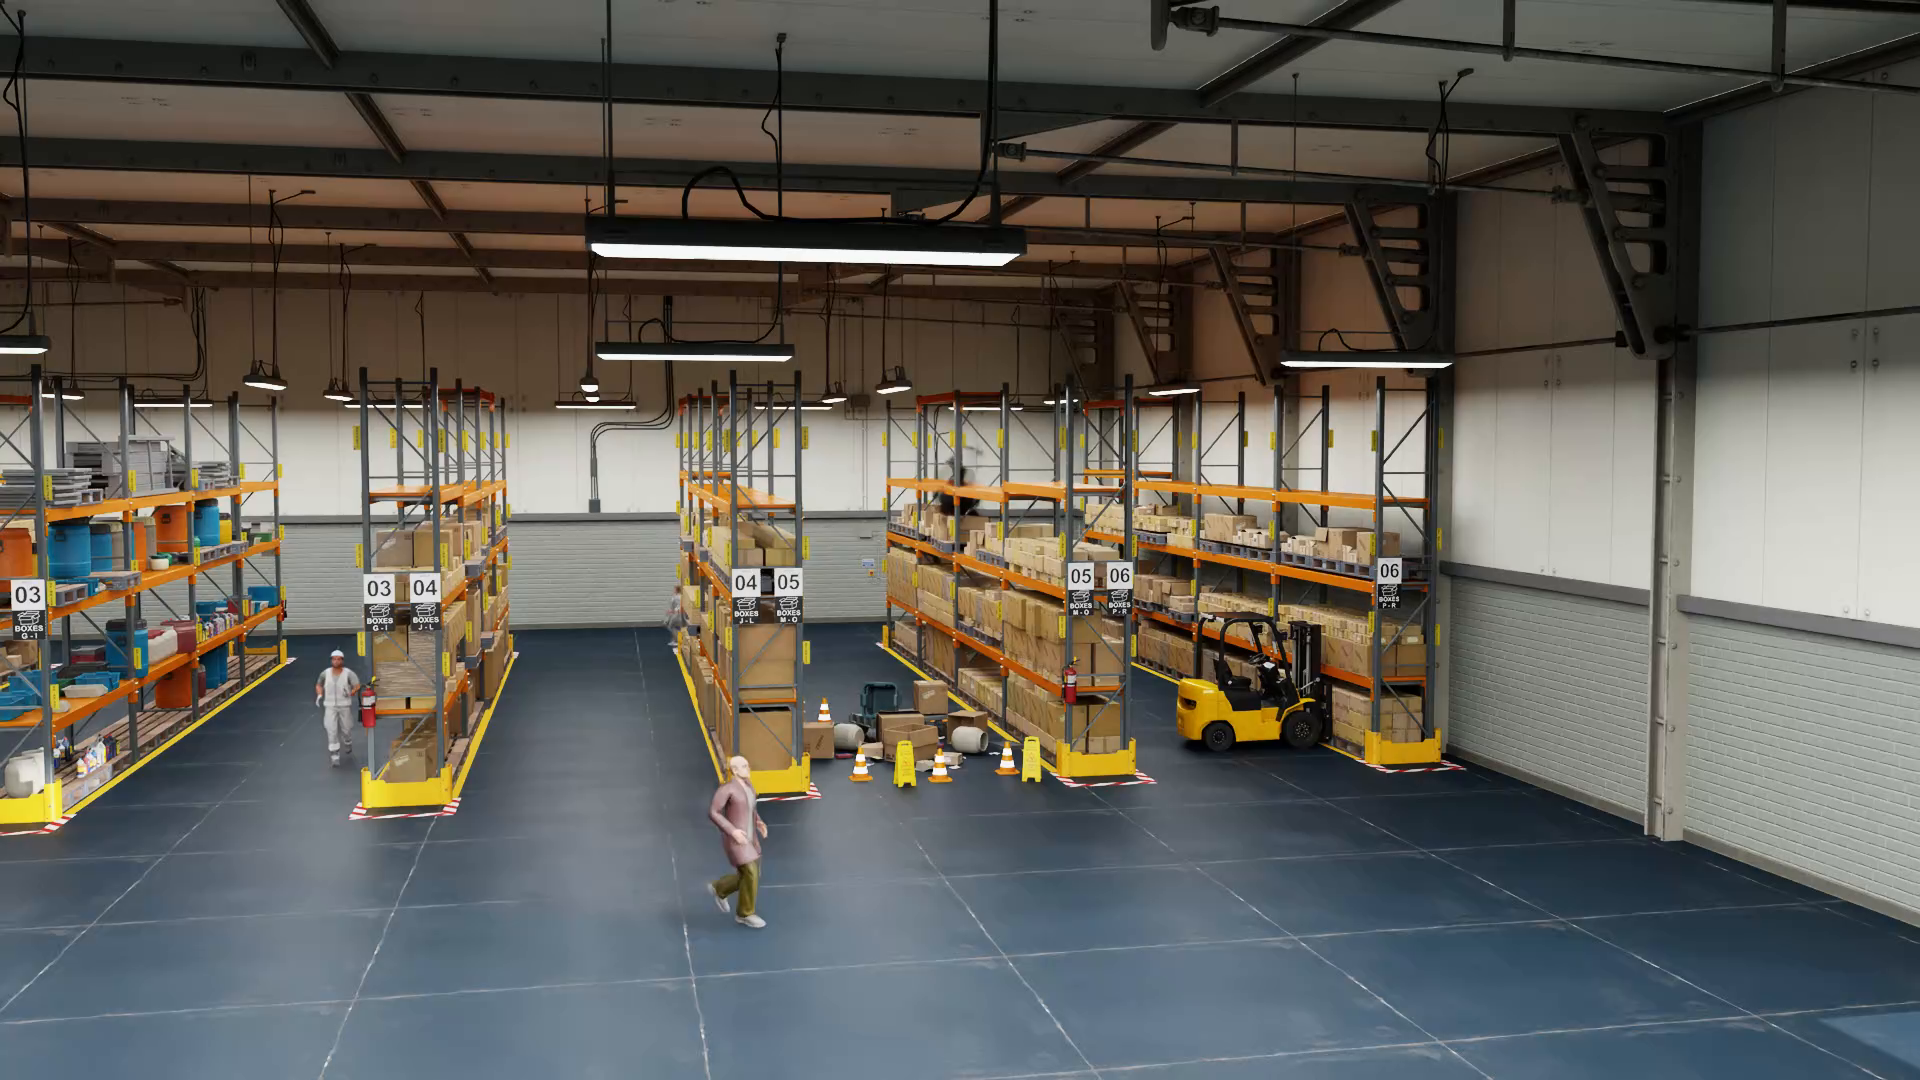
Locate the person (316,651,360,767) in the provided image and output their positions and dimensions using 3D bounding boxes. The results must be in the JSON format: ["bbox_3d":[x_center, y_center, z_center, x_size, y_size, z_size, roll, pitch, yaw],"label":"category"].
[{"bbox_3d":[-9.631,2.590,25.749,0.669,1.761,0.876,-1,4,-14],"label":"person"}]

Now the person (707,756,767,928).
[{"bbox_3d":[-2.344,3.110,17.239,0.741,1.758,0.727,1,4,21],"label":"person"}]

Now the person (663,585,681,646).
[{"bbox_3d":[-6.996,1.834,40.491,0.460,1.518,0.621,-1,4,-18],"label":"person"}]
